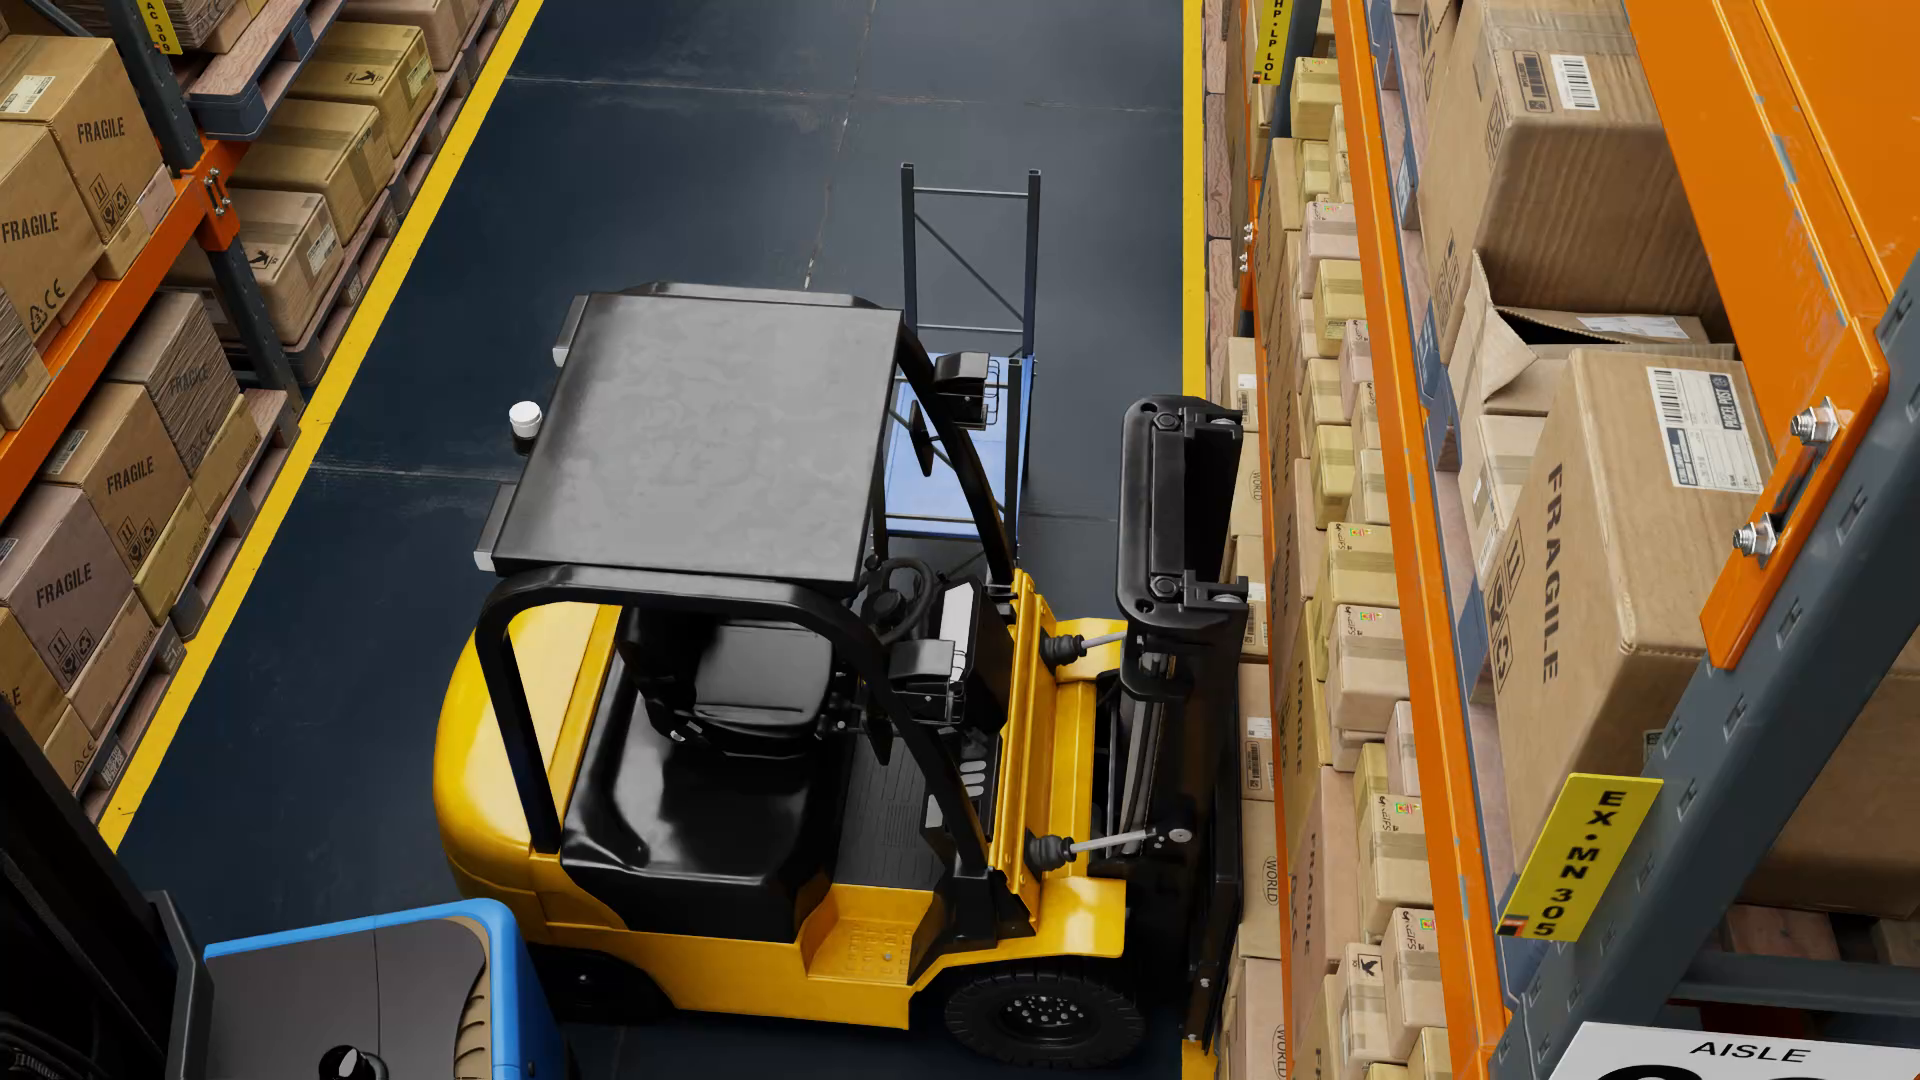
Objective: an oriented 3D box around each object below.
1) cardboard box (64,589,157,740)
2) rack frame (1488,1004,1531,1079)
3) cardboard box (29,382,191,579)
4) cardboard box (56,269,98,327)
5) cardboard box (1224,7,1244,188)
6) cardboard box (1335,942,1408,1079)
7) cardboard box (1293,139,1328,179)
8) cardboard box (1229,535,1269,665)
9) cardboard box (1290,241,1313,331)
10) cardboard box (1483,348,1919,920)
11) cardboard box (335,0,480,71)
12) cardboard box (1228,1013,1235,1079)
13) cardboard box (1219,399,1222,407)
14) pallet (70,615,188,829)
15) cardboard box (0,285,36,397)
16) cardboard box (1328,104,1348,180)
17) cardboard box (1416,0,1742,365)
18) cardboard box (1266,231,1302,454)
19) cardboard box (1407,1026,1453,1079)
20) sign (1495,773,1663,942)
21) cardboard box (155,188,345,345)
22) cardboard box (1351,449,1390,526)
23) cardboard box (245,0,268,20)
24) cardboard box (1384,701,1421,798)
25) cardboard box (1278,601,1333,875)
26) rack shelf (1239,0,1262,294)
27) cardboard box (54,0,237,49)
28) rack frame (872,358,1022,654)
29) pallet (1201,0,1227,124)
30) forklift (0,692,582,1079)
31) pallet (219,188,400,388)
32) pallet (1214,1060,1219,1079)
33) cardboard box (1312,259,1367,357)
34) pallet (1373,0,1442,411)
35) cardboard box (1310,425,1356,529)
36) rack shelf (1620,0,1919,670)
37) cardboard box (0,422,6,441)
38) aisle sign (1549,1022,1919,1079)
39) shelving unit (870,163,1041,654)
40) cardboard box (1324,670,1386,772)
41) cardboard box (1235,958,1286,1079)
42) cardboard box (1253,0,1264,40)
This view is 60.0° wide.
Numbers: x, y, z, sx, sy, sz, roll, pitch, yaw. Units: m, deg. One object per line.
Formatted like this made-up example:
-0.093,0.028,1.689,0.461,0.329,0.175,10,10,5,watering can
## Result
-3.242,0.417,5.914,0.500,0.250,0.500,5,48,4,cardboard box
1.213,1.684,3.177,1.000,3.000,0.127,4,48,4,rack frame
-3.198,-0.227,5.995,0.500,0.500,0.500,5,48,4,cardboard box
-3.209,-0.875,5.688,0.380,0.149,0.250,4,48,4,cardboard box
1.758,-2.102,7.965,0.875,0.625,0.625,2,48,2,cardboard box
0.959,0.968,3.325,0.380,0.149,0.250,5,48,4,cardboard box
1.286,-1.292,5.391,0.380,0.149,0.250,3,48,3,cardboard box
1.130,0.269,5.372,0.500,0.250,0.500,5,48,5,cardboard box
1.172,-0.732,4.879,0.380,0.149,0.250,5,48,4,cardboard box
1.010,0.120,2.154,0.500,0.500,0.500,5,48,5,cardboard box
-3.122,-2.824,8.796,0.950,0.372,0.625,3,48,3,cardboard box
1.002,1.555,4.535,0.500,0.250,0.500,3,48,3,cardboard box
1.226,-0.303,6.235,0.500,0.250,0.500,4,48,3,cardboard box
-3.501,0.749,5.922,1.003,0.211,1.213,4,48,4,pallet
-3.242,-0.617,5.012,0.500,0.500,0.500,5,48,5,cardboard box
1.336,-1.195,5.101,0.380,0.149,0.250,5,48,4,cardboard box
1.203,-0.625,2.836,0.700,0.500,0.500,4,48,4,cardboard box
1.246,-0.597,5.195,0.500,0.500,0.500,5,48,4,cardboard box
1.035,1.053,3.045,0.380,0.149,0.250,4,48,4,cardboard box
0.673,0.353,1.816,0.100,0.325,0.005,4,48,4,sign
-3.321,-1.227,7.336,0.950,0.372,0.625,4,48,4,cardboard box
1.169,-0.074,4.076,0.380,0.149,0.250,4,48,4,cardboard box
-2.970,-2.211,6.626,0.380,0.149,0.250,5,48,4,cardboard box
1.120,0.498,3.553,0.380,0.149,0.250,4,48,4,cardboard box
1.099,0.513,4.180,0.500,0.500,0.500,3,48,3,cardboard box
1.759,-2.483,7.475,1.077,0.370,4.000,4,48,4,rack shelf
-3.038,-2.188,6.164,0.500,0.500,0.500,5,48,4,cardboard box
-0.054,-0.070,5.798,0.500,1.500,0.032,4,48,4,rack frame
1.828,-2.652,9.032,1.003,0.211,1.213,4,48,4,pallet
-2.567,1.249,3.621,3.031,2.935,1.130,-9,48,-8,forklift
-3.297,-1.218,7.721,1.003,0.211,1.213,4,48,4,pallet
1.241,2.060,4.723,1.003,0.211,1.213,4,48,4,pallet
1.182,-0.633,4.588,0.380,0.149,0.250,3,48,3,cardboard box
1.411,-0.716,3.399,1.003,0.211,1.213,4,48,4,pallet
1.125,-0.157,4.353,0.380,0.149,0.250,3,48,3,cardboard box
1.395,-1.433,2.721,1.077,0.370,4.000,4,48,4,rack shelf
-3.234,-0.312,5.173,0.380,0.149,0.250,3,48,3,cardboard box
0.914,0.835,2.192,0.394,0.787,0.004,4,48,4,aisle sign
-0.008,-0.443,6.139,0.538,1.500,1.048,4,48,4,shelving unit
1.055,0.400,3.844,0.380,0.149,0.250,2,48,2,cardboard box
0.985,1.398,4.340,0.500,0.250,0.500,5,48,4,cardboard box
1.407,-2.130,6.428,0.500,0.250,0.500,3,48,3,cardboard box
